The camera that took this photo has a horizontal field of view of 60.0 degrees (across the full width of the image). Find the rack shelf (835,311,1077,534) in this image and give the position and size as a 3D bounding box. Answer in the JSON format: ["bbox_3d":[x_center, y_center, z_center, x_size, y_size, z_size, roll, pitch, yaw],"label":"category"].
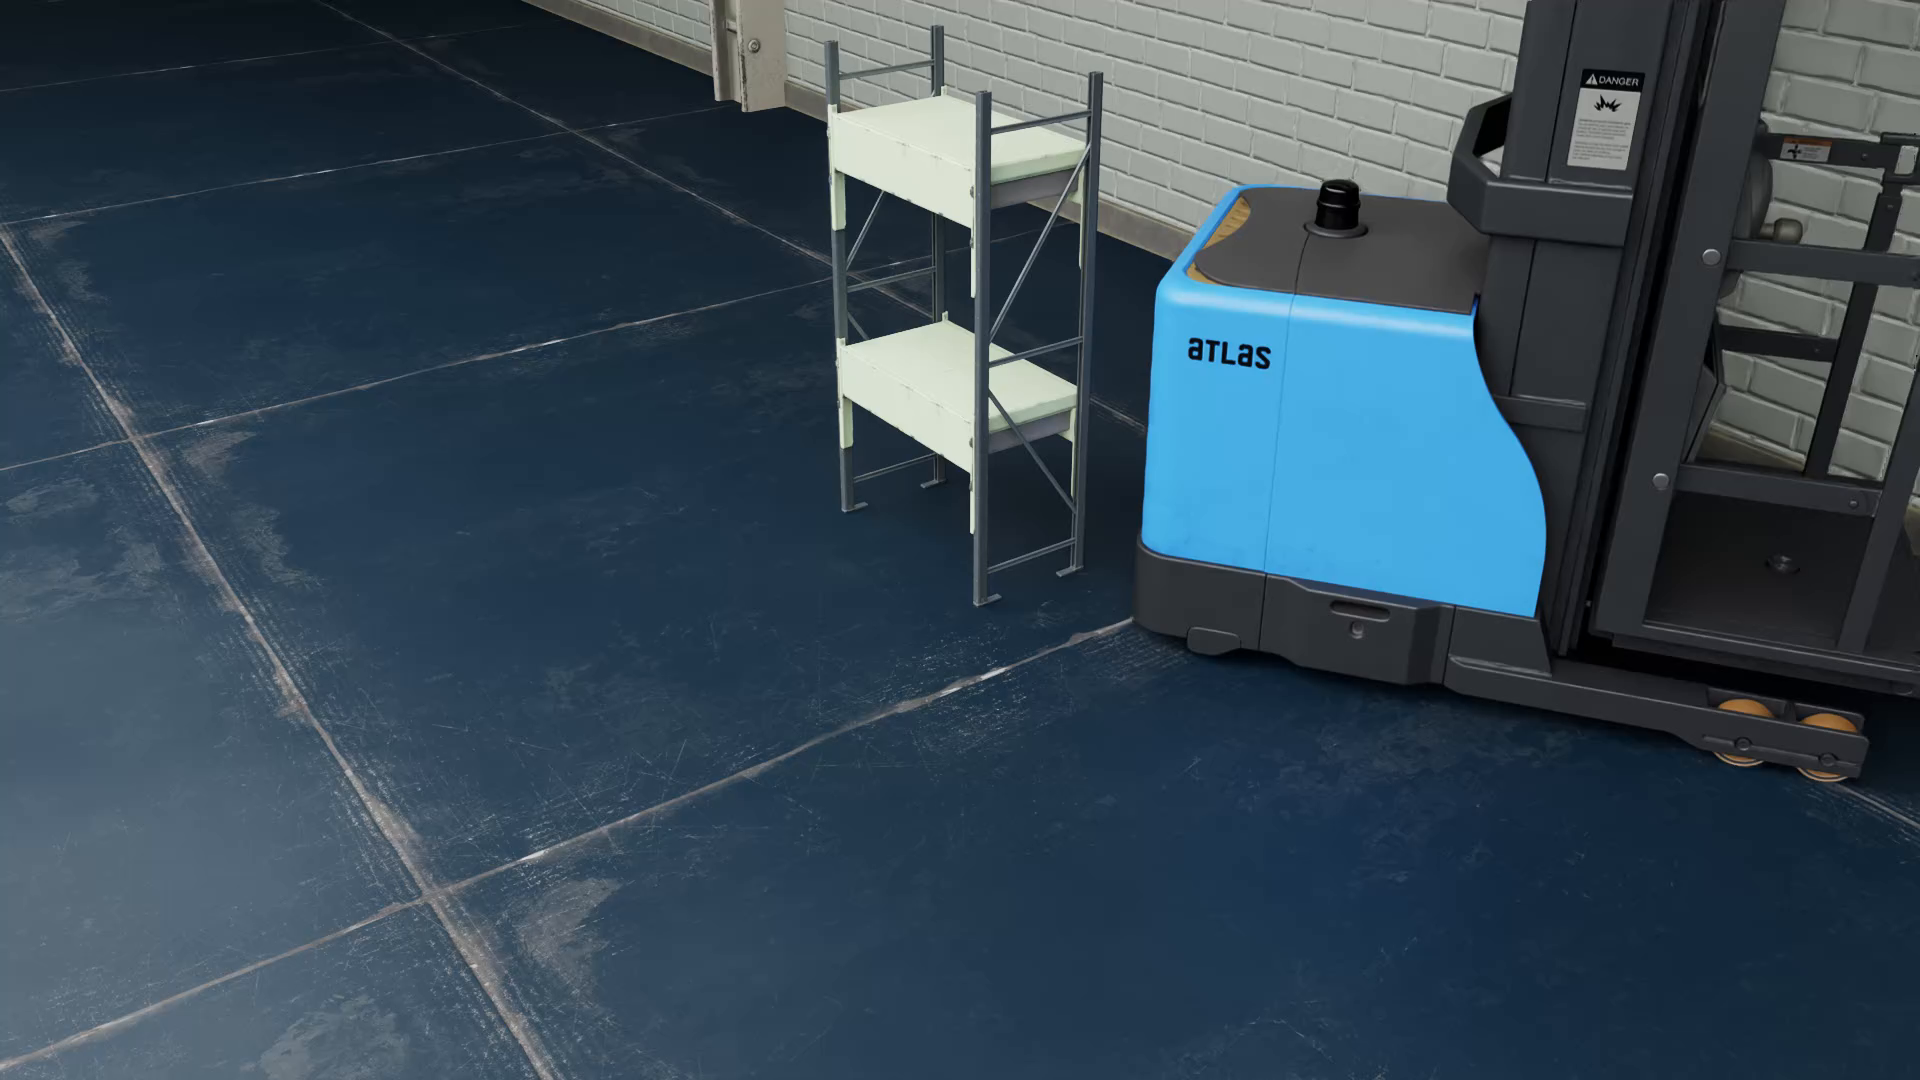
[{"bbox_3d":[-0.004,-0.375,5.052,0.431,0.370,0.720,-19,34,-31],"label":"rack shelf"}]

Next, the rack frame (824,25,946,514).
[{"bbox_3d":[-0.216,-0.804,5.159,0.400,1.500,0.023,-19,34,-31],"label":"rack frame"}]

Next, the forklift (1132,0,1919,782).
[{"bbox_3d":[2.061,-0.972,3.969,3.031,2.935,1.130,10,30,17],"label":"forklift"}]

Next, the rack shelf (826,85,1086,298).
[{"bbox_3d":[-0.004,-1.005,4.711,0.431,0.370,0.720,-19,34,-31],"label":"rack shelf"}]

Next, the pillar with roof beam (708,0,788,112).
[{"bbox_3d":[-4.780,-5.446,5.848,9.100,9.000,0.400,-19,34,-31],"label":"pillar with roof beam"}]

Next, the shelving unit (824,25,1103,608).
[{"bbox_3d":[-0.004,-0.662,4.897,0.431,1.500,0.755,-19,34,-31],"label":"shelving unit"}]

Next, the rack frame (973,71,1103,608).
[{"bbox_3d":[0.208,-0.519,4.635,0.400,1.500,0.023,-19,34,-31],"label":"rack frame"}]
